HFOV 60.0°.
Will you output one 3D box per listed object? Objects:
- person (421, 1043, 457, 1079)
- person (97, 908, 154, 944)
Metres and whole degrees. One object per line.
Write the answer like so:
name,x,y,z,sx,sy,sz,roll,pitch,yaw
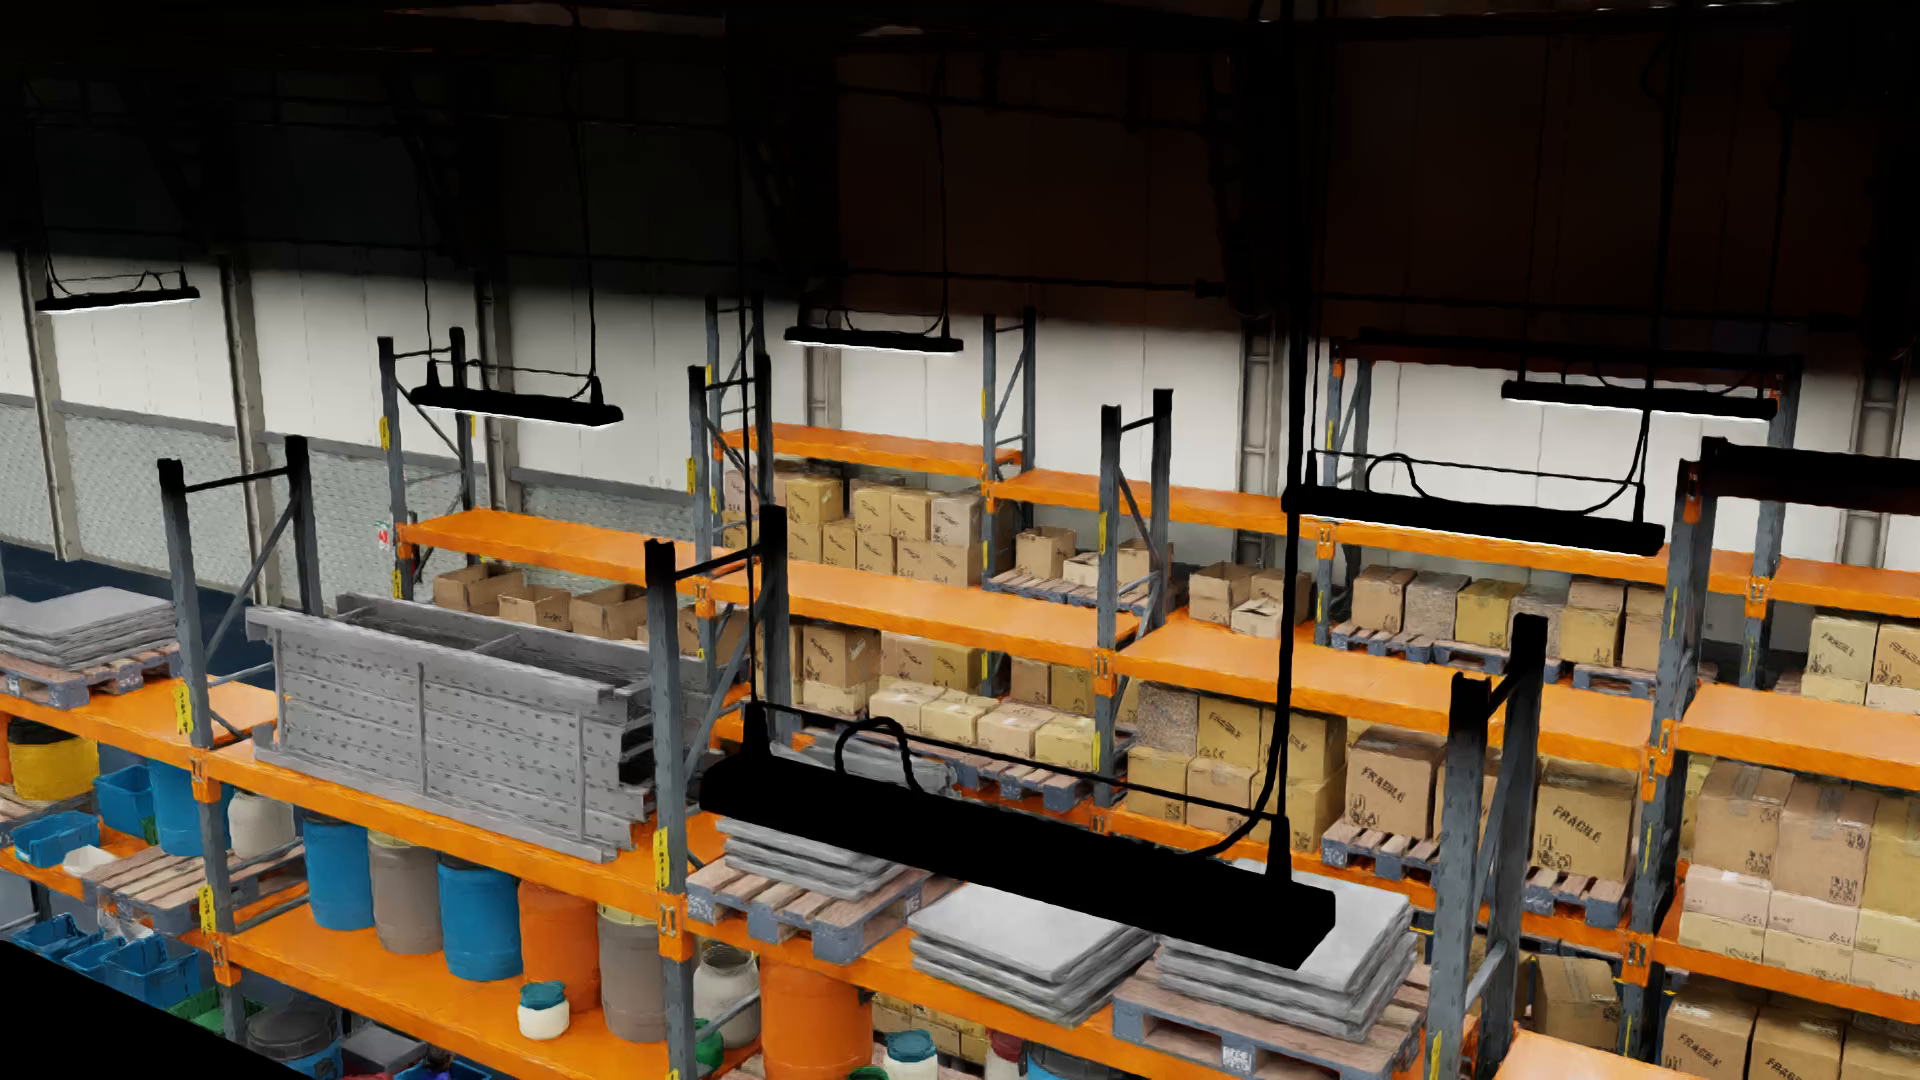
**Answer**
person,-3.683,4.301,11.696,0.614,1.588,0.559,4,14,14
person,-8.042,3.362,15.976,0.574,1.776,0.583,-1,14,-3
